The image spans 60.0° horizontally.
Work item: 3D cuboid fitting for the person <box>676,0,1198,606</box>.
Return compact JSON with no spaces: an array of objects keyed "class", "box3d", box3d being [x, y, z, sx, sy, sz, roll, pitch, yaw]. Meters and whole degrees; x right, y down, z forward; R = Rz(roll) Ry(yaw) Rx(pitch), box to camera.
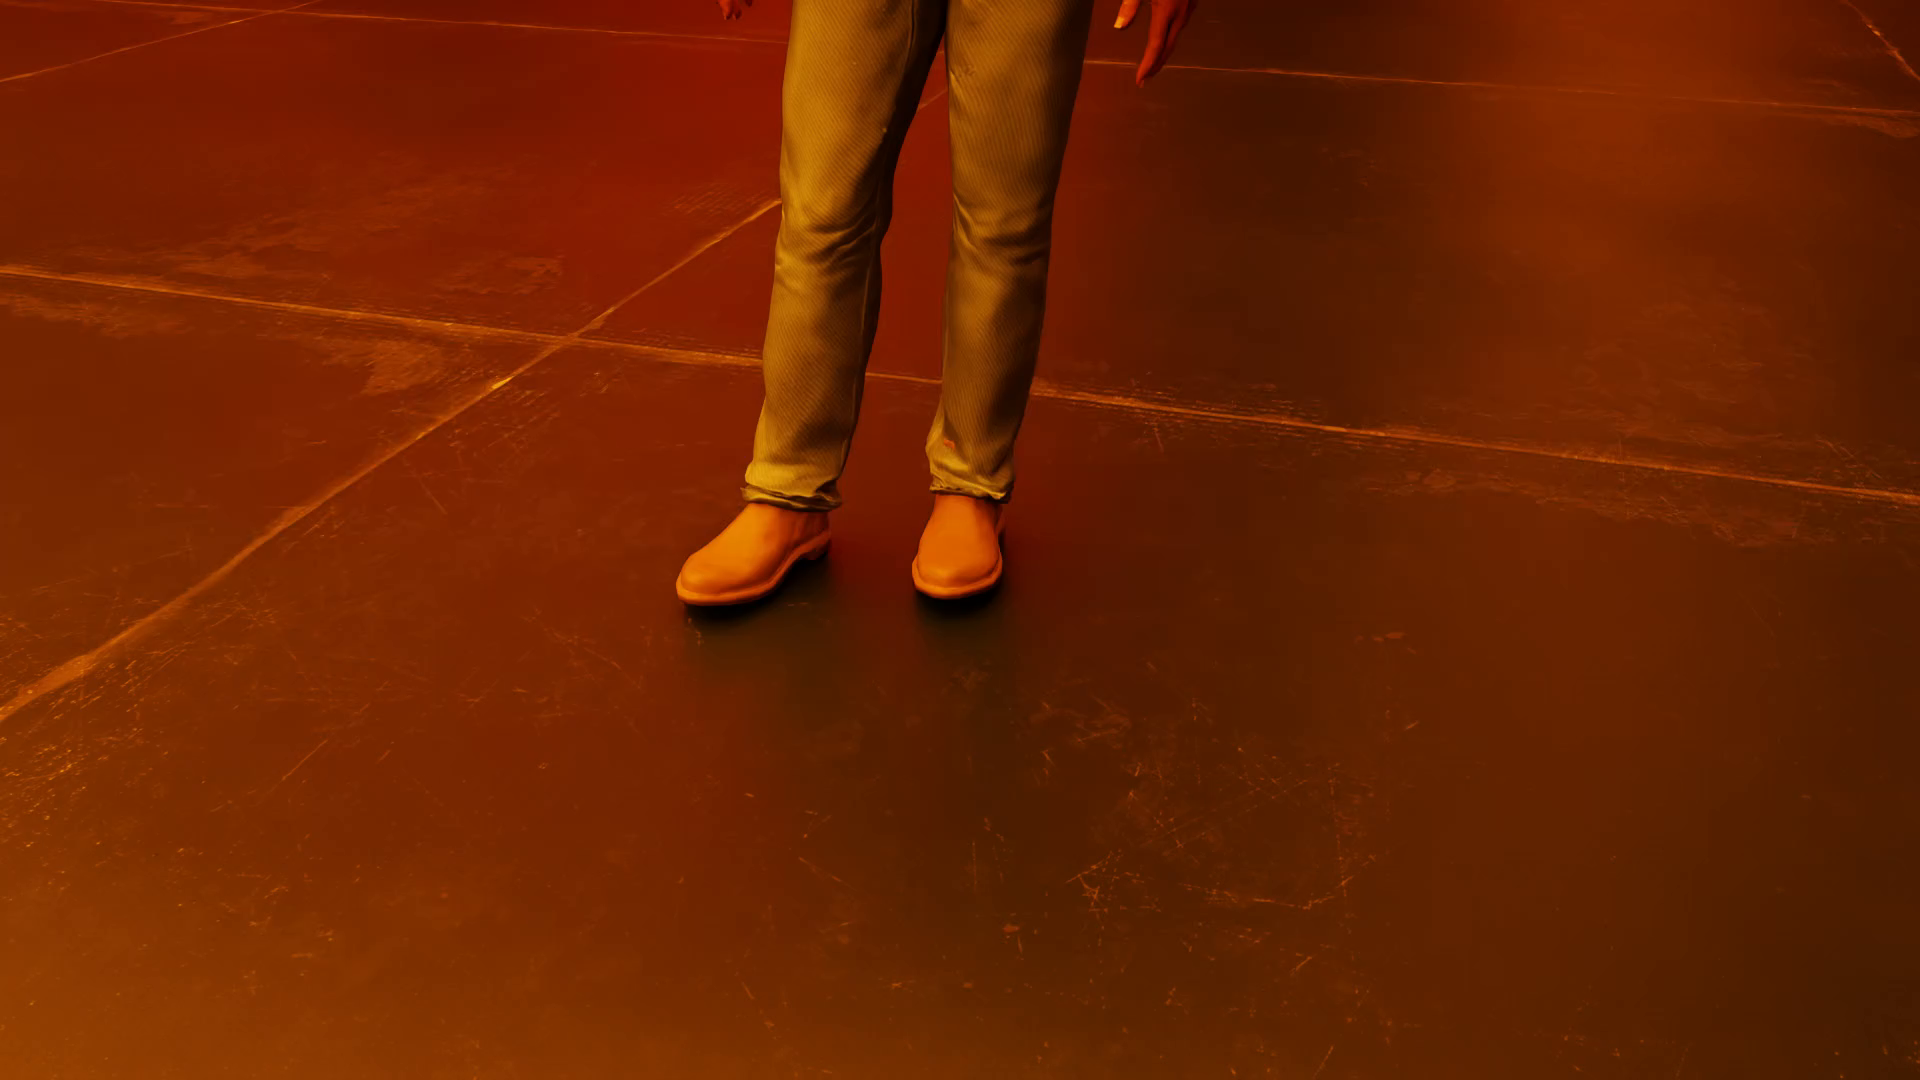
[{"class":"person","box3d":[-0.027,-0.761,2.040,0.666,1.759,0.577,8,28,16]}]
